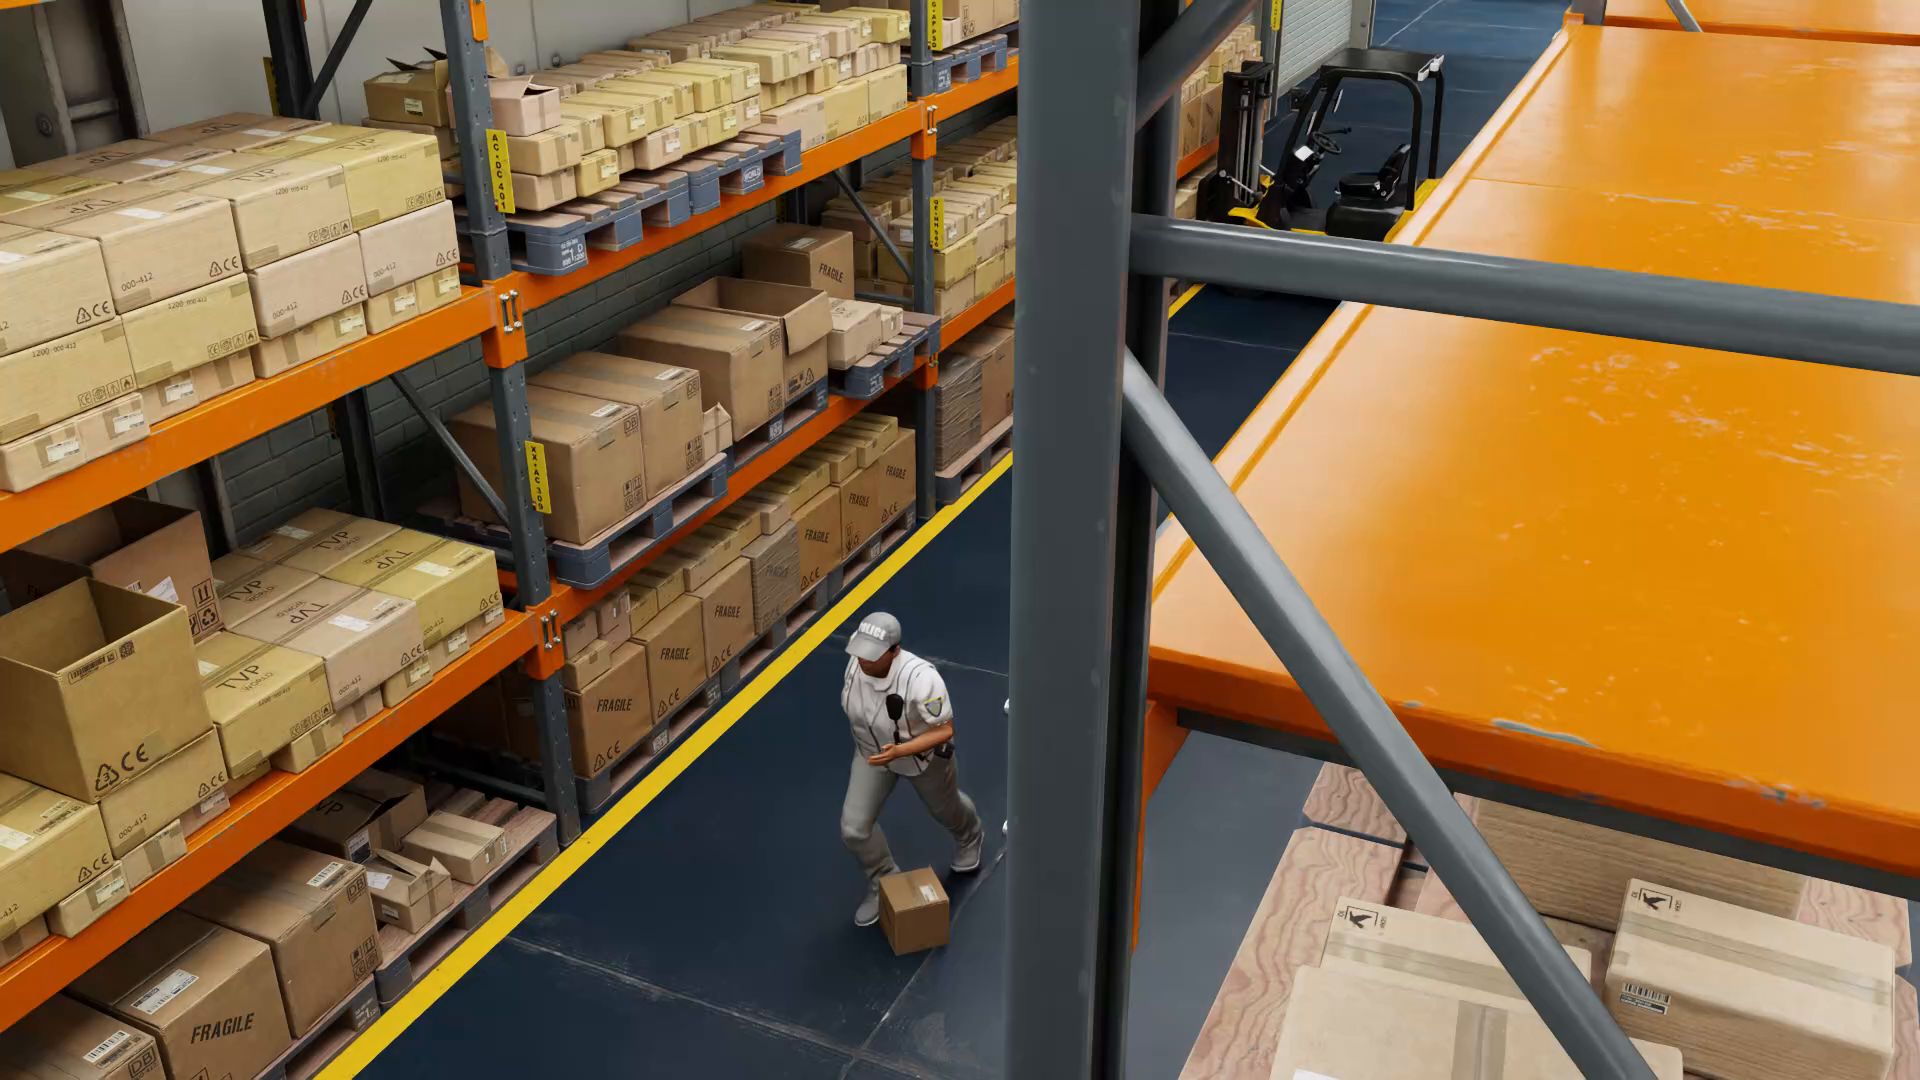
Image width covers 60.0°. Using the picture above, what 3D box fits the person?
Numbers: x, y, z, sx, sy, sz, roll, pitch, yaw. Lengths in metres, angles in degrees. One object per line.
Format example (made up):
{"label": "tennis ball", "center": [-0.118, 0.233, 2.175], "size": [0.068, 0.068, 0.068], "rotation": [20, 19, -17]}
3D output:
{"label": "person", "center": [-0.243, 0.932, 7.318], "size": [0.594, 1.606, 0.930], "rotation": [10, 28, 20]}
